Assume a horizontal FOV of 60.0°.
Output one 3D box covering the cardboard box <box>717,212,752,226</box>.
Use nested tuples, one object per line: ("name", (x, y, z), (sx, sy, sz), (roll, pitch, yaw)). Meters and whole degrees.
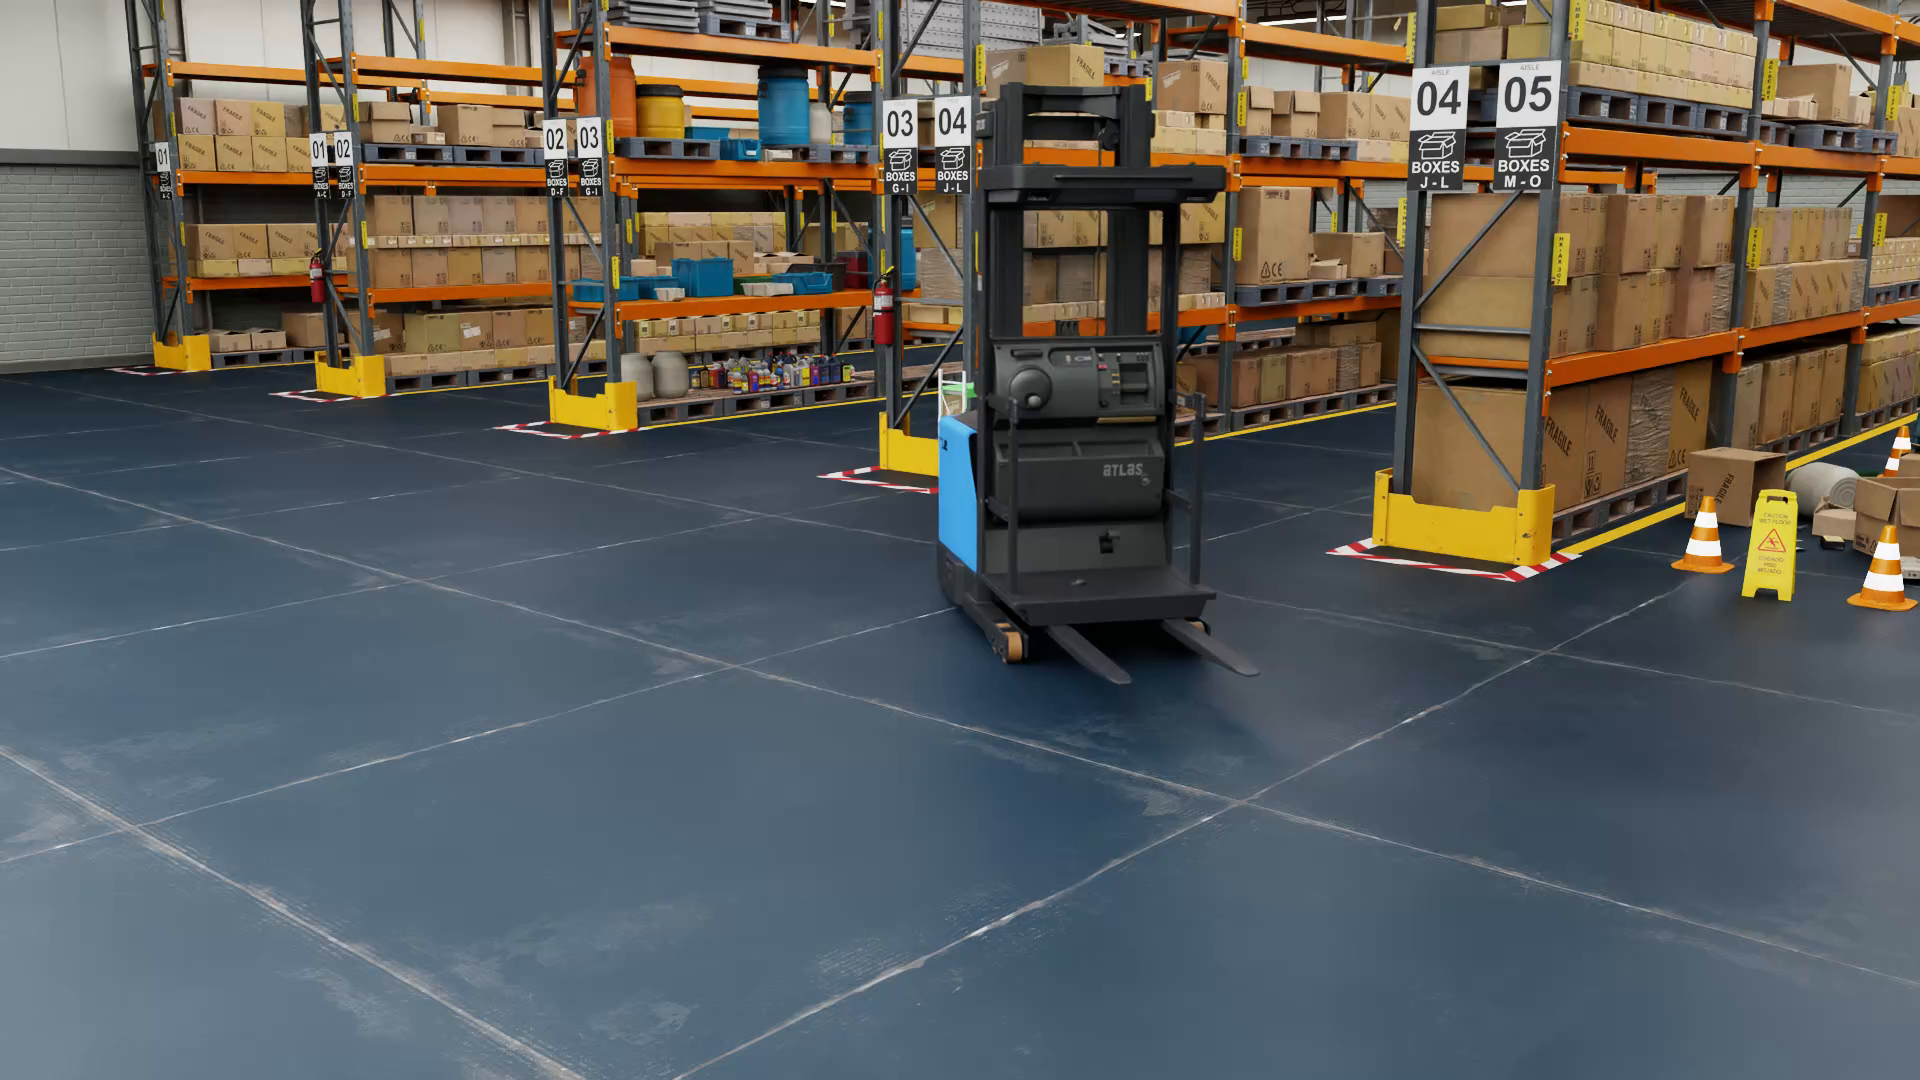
("cardboard box", (-4.283, -6.063, 31.429), (0.500, 0.250, 0.500), (10, 15, 41))

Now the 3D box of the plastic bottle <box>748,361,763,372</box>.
("plastic bottle", (-2.446, -1.993, 19.861), (0.152, 0.276, 0.135), (10, 15, 40))

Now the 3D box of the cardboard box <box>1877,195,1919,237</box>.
("cardboard box", (11.443, -3.954, 20.279), (0.500, 0.500, 0.500), (9, 14, 38))

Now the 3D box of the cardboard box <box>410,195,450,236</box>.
("cardboard box", (-6.987, -4.174, 21.385), (0.700, 0.500, 0.500), (9, 15, 39))

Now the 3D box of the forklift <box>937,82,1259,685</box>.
("forklift", (0.689, -0.884, 8.656), (1.130, 2.935, 3.031), (-3, 12, -13))

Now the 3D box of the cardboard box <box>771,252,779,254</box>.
("cardboard box", (-3.645, -5.502, 32.188), (0.380, 0.149, 0.250), (10, 15, 41))

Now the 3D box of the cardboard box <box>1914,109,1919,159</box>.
("cardboard box", (9.924, -4.294, 17.638), (0.500, 0.500, 0.500), (10, 15, 40))

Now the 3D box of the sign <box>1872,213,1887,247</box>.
("sign", (9.115, -3.072, 16.478), (0.100, 0.325, 0.005), (10, 15, 40))

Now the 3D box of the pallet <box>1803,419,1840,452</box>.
("pallet", (8.119, -1.102, 16.690), (1.003, 0.211, 1.213), (10, 15, 40))

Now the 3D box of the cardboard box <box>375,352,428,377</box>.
("cardboard box", (-7.162, -2.244, 21.235), (0.500, 0.250, 0.500), (10, 15, 40))

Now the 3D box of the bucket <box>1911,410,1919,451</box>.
("bucket", (7.697, -0.809, 12.581), (0.620, 0.611, 0.726), (5, 7, -30))

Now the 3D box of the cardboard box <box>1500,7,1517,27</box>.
("cardboard box", (3.548, -3.522, 11.308), (0.380, 0.149, 0.250), (10, 15, 41))

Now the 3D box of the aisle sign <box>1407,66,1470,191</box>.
("aisle sign", (3.143, -2.702, 10.943), (0.394, 0.787, 0.004), (10, 15, 40))

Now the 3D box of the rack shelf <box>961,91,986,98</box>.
("rack shelf", (1.559, -7.983, 30.552), (1.077, 0.370, 4.000), (10, 15, 40))

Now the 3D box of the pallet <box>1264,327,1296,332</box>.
("pallet", (6.024, -3.565, 29.023), (1.003, 0.211, 1.213), (10, 15, 40))

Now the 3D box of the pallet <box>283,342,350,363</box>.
("pallet", (-9.988, -2.913, 25.759), (1.003, 0.211, 1.213), (10, 15, 40))

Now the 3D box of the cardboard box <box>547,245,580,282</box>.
("cardboard box", (-5.674, -3.829, 22.969), (0.700, 0.500, 0.500), (10, 15, 40))

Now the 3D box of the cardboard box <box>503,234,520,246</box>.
("cardboard box", (-6.074, -3.998, 22.158), (0.380, 0.149, 0.250), (10, 15, 42))

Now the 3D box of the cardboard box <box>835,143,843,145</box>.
("cardboard box", (-2.139, -6.102, 26.688), (0.910, 0.500, 0.500), (10, 15, 40))

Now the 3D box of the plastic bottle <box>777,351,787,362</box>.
("plastic bottle", (-2.169, -2.135, 20.384), (0.144, 0.351, 0.185), (10, 15, 42))

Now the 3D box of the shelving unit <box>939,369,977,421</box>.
("shelving unit", (0.109, -0.613, 11.716), (0.258, 1.200, 0.503), (10, 15, 40))

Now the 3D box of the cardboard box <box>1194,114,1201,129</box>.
("cardboard box", (2.154, -4.124, 16.405), (0.380, 0.149, 0.250), (10, 15, 41))

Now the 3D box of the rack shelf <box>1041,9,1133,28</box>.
("rack shelf", (1.559, -9.615, 30.226), (1.077, 0.370, 4.000), (10, 15, 40))

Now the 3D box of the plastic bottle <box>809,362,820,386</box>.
("plastic bottle", (-1.736, -1.978, 19.767), (0.133, 0.283, 0.061), (-11, 16, -44))

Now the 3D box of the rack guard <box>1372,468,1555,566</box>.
("rack guard", (3.399, -0.169, 11.283), (1.175, 0.500, 0.348), (10, 15, 40))

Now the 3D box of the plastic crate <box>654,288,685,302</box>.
("plastic crate", (-3.132, -2.656, 18.023), (0.298, 0.136, 0.250), (10, 15, 40))

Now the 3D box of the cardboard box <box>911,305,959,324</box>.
("cardboard box", (-0.211, -2.000, 14.709), (0.380, 0.149, 0.250), (10, 15, 40))

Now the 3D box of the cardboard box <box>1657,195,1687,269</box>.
("cardboard box", (5.051, -2.383, 12.843), (0.875, 0.550, 0.550), (10, 15, 40))

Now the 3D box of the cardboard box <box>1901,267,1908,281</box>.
("cardboard box", (10.189, -2.932, 18.300), (0.380, 0.149, 0.250), (9, 14, 39))

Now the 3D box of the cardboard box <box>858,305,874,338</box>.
("cardboard box", (-1.546, -3.611, 27.390), (0.500, 0.500, 0.500), (9, 14, 38))

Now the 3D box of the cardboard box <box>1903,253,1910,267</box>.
("cardboard box", (10.190, -3.079, 18.280), (0.380, 0.149, 0.250), (11, 15, 42))

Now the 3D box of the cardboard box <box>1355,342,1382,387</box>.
("cardboard box", (4.609, -2.121, 19.929), (0.700, 0.500, 0.500), (9, 14, 37))

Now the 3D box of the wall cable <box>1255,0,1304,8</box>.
("wall cable", (7.514, -12.492, 34.703), (3.097, 2.526, 0.112), (10, 15, 40))

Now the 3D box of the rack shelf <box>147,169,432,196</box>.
("rack shelf", (-10.086, -5.388, 25.210), (1.077, 0.370, 4.000), (10, 15, 40))

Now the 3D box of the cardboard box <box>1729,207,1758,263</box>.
("cardboard box", (6.379, -2.600, 14.264), (0.700, 0.500, 0.500), (9, 15, 39))

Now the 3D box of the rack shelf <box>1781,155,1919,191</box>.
("rack shelf", (10.016, -3.988, 18.198), (1.077, 0.370, 4.000), (10, 15, 40))

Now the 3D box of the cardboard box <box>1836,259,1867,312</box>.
("cardboard box", (8.600, -2.524, 16.433), (0.500, 0.500, 0.500), (10, 15, 40))

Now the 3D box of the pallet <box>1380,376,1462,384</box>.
("pallet", (5.614, -1.971, 21.039), (1.003, 0.211, 1.213), (10, 15, 40))

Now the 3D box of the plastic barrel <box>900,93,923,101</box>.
("plastic barrel", (-0.720, -5.200, 21.147), (0.600, 0.901, 0.600), (0, 11, 0))

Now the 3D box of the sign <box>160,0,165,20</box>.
("sign", (-10.999, -7.345, 22.922), (0.100, 0.325, 0.005), (10, 15, 40))

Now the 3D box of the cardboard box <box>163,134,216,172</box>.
("cardboard box", (-10.998, -5.523, 23.739), (0.500, 0.500, 0.500), (10, 15, 42))

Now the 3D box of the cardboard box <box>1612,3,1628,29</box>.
("cardboard box", (4.209, -3.475, 11.070), (0.380, 0.149, 0.250), (10, 15, 40))

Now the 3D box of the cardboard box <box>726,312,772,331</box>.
("cardboard box", (-3.236, -3.386, 25.520), (0.500, 0.311, 0.500), (10, 15, 40))

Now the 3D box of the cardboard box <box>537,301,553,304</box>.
("cardboard box", (-7.296, -3.893, 28.802), (0.700, 0.500, 0.500), (10, 15, 40))

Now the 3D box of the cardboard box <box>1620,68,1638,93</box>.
("cardboard box", (4.383, -3.122, 11.340), (0.380, 0.149, 0.250), (10, 15, 41))

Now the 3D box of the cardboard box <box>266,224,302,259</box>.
("cardboard box", (-10.186, -4.458, 24.790), (0.500, 0.500, 0.500), (9, 14, 39))

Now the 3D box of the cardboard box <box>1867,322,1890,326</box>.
("cardboard box", (10.650, -2.437, 19.652), (0.500, 0.250, 0.500), (9, 14, 38))

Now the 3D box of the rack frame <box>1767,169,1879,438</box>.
("rack frame", (8.696, -2.576, 16.948), (1.000, 3.000, 0.127), (10, 15, 40))

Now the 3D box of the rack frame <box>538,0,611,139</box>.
("rack frame", (-3.965, -5.637, 16.959), (1.000, 3.000, 0.127), (10, 15, 40))

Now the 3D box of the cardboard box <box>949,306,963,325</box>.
("cardboard box", (0.123, -1.943, 14.421), (0.380, 0.149, 0.250), (10, 15, 40))

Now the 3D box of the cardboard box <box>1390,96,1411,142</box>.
("cardboard box", (4.910, -4.894, 19.368), (0.500, 0.500, 0.500), (10, 15, 42))

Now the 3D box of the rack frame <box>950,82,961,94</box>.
("rack frame", (0.238, -8.044, 29.008), (1.000, 3.000, 0.127), (10, 15, 40))

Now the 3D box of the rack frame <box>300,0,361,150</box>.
("rack frame", (-7.683, -6.278, 20.168), (1.000, 3.000, 0.127), (10, 15, 40))

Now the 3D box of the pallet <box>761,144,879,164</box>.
("pallet", (-1.727, -4.543, 19.623), (1.213, 0.211, 1.003), (10, 15, 40))

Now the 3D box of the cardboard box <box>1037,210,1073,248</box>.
("cardboard box", (0.659, -2.858, 14.796), (0.500, 0.500, 0.500), (10, 15, 40))
